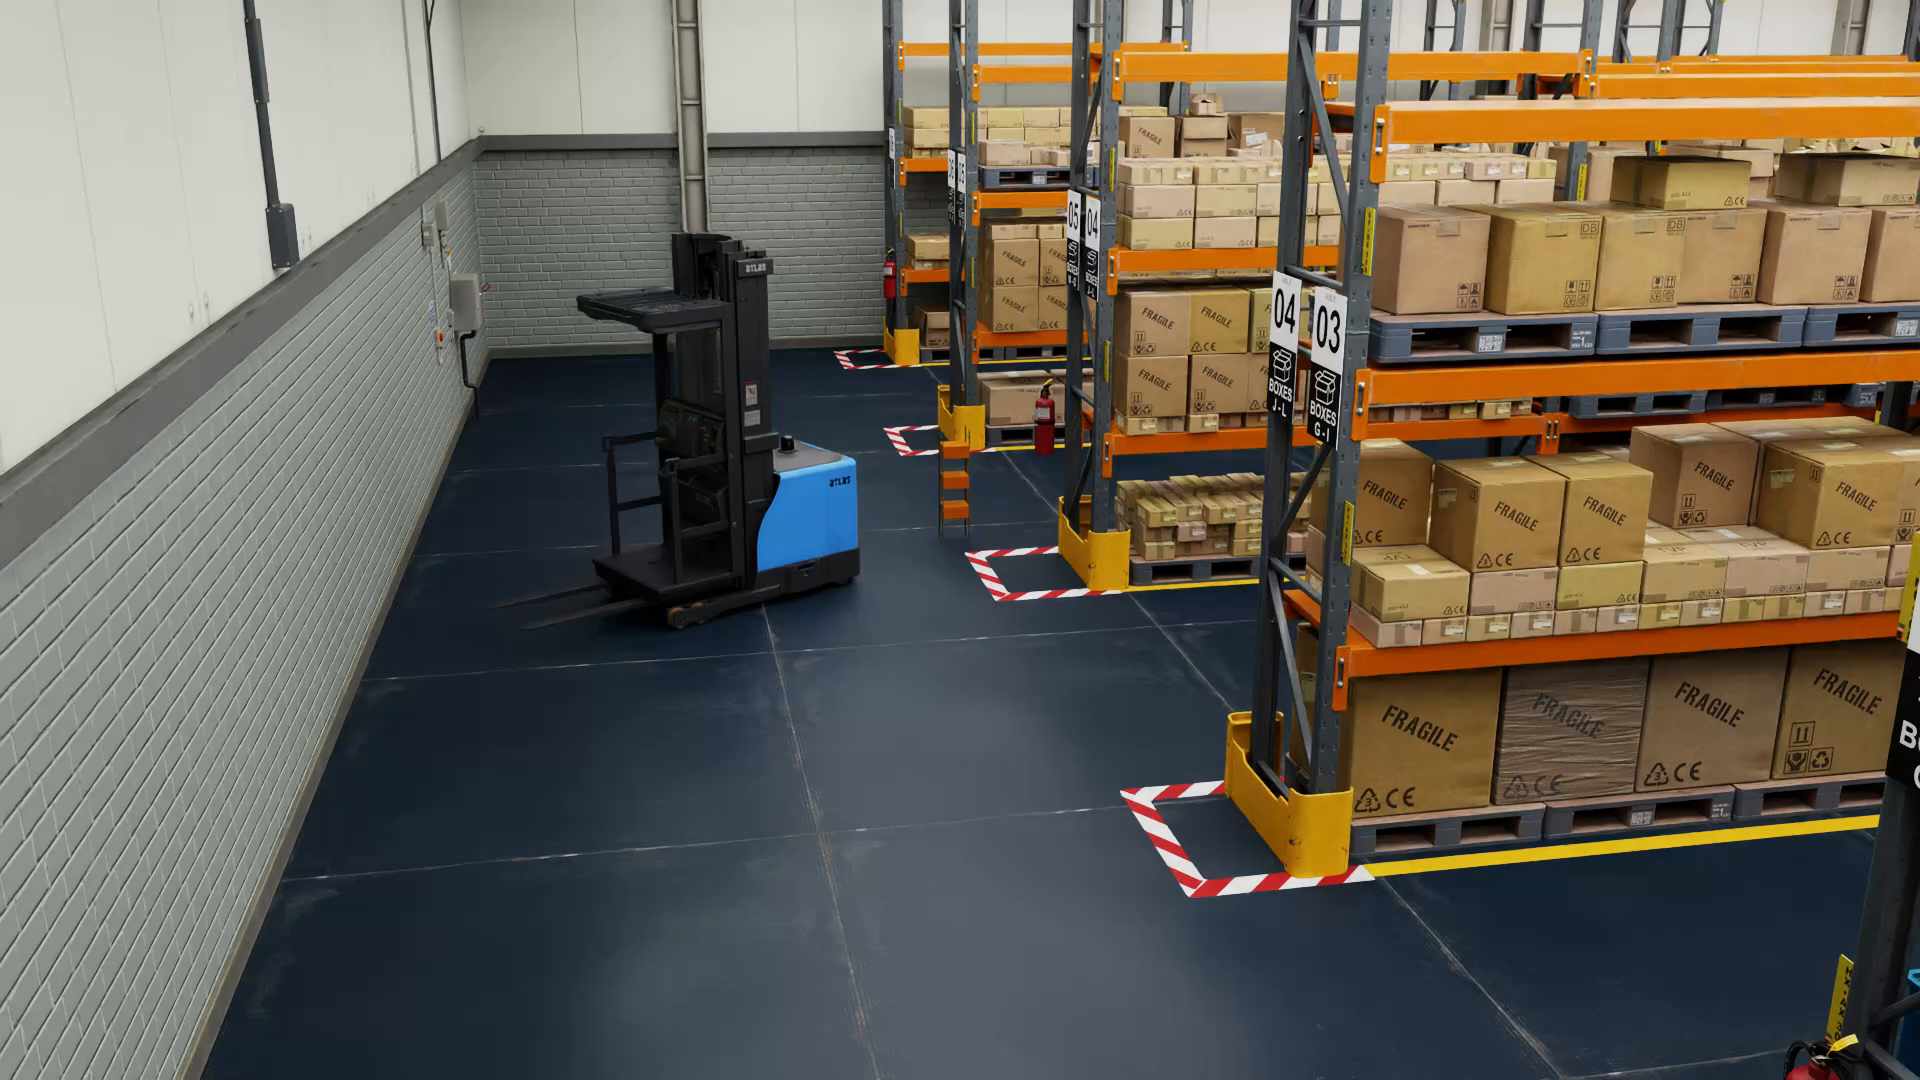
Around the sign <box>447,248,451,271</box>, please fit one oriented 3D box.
[{"bbox_3d":[-5.946,-3.259,19.346,0.001,0.242,0.339,-3,17,-10],"label":"sign"}]

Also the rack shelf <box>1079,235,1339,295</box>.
[{"bbox_3d":[3.036,-2.379,14.004,4.000,0.370,1.077,-3,17,-10],"label":"rack shelf"}]

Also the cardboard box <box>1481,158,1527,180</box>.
[{"bbox_3d":[4.486,-3.079,13.780,0.250,0.149,0.380,-3,17,-9],"label":"cardboard box"}]

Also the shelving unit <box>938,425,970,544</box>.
[{"bbox_3d":[-0.053,-0.499,15.086,0.252,1.050,0.215,-3,17,-10],"label":"shelving unit"}]

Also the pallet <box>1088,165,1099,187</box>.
[{"bbox_3d":[1.961,-4.104,18.545,1.213,0.211,1.003,-3,17,-10],"label":"pallet"}]

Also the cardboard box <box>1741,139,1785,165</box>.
[{"bbox_3d":[9.381,-4.621,19.902,0.637,0.503,0.797,-3,17,-10],"label":"cardboard box"}]

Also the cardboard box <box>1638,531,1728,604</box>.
[{"bbox_3d":[3.951,0.150,9.402,0.500,0.250,0.500,-4,17,-12],"label":"cardboard box"}]

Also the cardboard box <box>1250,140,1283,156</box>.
[{"bbox_3d":[3.395,-4.312,18.416,0.258,0.266,0.396,-3,17,-9],"label":"cardboard box"}]

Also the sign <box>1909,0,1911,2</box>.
[{"bbox_3d":[14.699,-8.471,25.644,0.005,0.325,0.100,-3,17,-10],"label":"sign"}]

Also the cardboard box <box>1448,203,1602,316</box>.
[{"bbox_3d":[2.990,-1.514,8.904,0.500,0.500,0.700,-4,17,-12],"label":"cardboard box"}]

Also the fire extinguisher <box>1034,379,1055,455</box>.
[{"bbox_3d":[0.737,-1.082,14.429,0.183,0.674,0.296,-3,17,-10],"label":"fire extinguisher"}]

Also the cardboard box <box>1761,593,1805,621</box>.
[{"bbox_3d":[4.594,0.324,9.515,0.250,0.149,0.380,-3,17,-9],"label":"cardboard box"}]

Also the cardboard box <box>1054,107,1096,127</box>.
[{"bbox_3d":[1.570,-5.842,22.950,0.500,0.250,0.500,-3,17,-9],"label":"cardboard box"}]

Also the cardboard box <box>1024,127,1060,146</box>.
[{"bbox_3d":[1.080,-5.575,22.932,0.500,0.250,0.500,-4,17,-11],"label":"cardboard box"}]

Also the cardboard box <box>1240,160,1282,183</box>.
[{"bbox_3d":[2.439,-2.983,13.470,0.250,0.149,0.380,-3,17,-9],"label":"cardboard box"}]

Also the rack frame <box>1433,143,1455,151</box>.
[{"bbox_3d":[6.943,-4.475,24.712,0.127,3.000,1.000,-3,17,-10],"label":"rack frame"}]

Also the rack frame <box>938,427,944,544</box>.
[{"bbox_3d":[-0.172,-0.492,15.064,0.008,1.050,0.200,-3,17,-10],"label":"rack frame"}]

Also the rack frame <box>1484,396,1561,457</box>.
[{"bbox_3d":[5.000,-1.401,14.701,0.127,3.000,1.000,-3,17,-10],"label":"rack frame"}]

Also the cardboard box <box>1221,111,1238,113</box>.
[{"bbox_3d":[3.780,-6.045,23.749,0.250,0.149,0.380,-4,17,-12],"label":"cardboard box"}]

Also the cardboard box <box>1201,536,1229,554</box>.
[{"bbox_3d":[2.131,-0.007,14.303,0.250,0.149,0.380,-3,17,-10],"label":"cardboard box"}]

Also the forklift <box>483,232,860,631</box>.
[{"bbox_3d":[-2.300,-0.881,13.125,3.031,2.935,1.130,-14,22,-38],"label":"forklift"}]

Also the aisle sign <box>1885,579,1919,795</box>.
[{"bbox_3d":[2.727,0.362,4.534,0.004,0.787,0.394,-3,17,-10],"label":"aisle sign"}]

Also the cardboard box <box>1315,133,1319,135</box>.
[{"bbox_3d":[4.889,-5.810,23.491,0.250,0.149,0.380,-3,17,-9],"label":"cardboard box"}]

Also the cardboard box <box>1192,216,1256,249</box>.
[{"bbox_3d":[2.079,-2.519,13.490,0.500,0.250,0.500,-3,17,-9],"label":"cardboard box"}]

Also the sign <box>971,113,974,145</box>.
[{"bbox_3d":[0.133,-4.328,17.501,0.005,0.325,0.100,-3,17,-10],"label":"sign"}]

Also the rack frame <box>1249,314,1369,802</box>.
[{"bbox_3d":[1.914,0.258,9.302,0.127,3.000,1.000,-3,17,-10],"label":"rack frame"}]

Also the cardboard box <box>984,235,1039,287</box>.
[{"bbox_3d":[0.559,-3.070,18.262,0.500,0.500,0.500,-4,17,-12],"label":"cardboard box"}]

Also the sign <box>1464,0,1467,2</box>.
[{"bbox_3d":[7.056,-7.672,23.175,0.005,0.325,0.100,-3,17,-10],"label":"sign"}]

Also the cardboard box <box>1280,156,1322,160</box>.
[{"bbox_3d":[2.858,-3.152,14.020,0.250,0.149,0.380,-4,17,-12],"label":"cardboard box"}]

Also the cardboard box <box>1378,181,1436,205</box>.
[{"bbox_3d":[3.571,-2.847,13.705,0.500,0.250,0.500,-3,17,-8],"label":"cardboard box"}]

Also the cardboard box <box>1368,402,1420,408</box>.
[{"bbox_3d":[3.580,-1.426,14.108,0.500,0.500,0.500,-3,17,-11],"label":"cardboard box"}]

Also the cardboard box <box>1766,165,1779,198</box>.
[{"bbox_3d":[7.336,-3.091,14.925,0.500,0.500,0.500,-3,17,-10],"label":"cardboard box"}]

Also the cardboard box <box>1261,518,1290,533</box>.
[{"bbox_3d":[2.653,-0.176,14.349,0.250,0.149,0.380,-4,18,-13],"label":"cardboard box"}]

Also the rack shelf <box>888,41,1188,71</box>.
[{"bbox_3d":[1.052,-6.664,22.850,4.000,0.370,1.077,-3,17,-10],"label":"rack shelf"}]

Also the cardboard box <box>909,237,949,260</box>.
[{"bbox_3d":[-0.415,-4.048,23.069,0.500,0.250,0.500,-3,17,-10],"label":"cardboard box"}]

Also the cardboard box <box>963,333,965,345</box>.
[{"bbox_3d":[0.132,-2.887,23.681,0.250,0.149,0.380,-4,18,-13],"label":"cardboard box"}]

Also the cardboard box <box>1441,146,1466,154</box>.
[{"bbox_3d":[5.789,-4.493,19.345,0.250,0.166,0.380,-2,17,-6],"label":"cardboard box"}]

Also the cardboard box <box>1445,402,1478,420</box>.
[{"bbox_3d":[4.257,-1.154,14.325,0.250,0.149,0.380,-3,17,-8],"label":"cardboard box"}]

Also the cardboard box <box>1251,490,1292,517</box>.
[{"bbox_3d":[2.672,-0.309,14.274,0.250,0.149,0.380,-3,17,-8],"label":"cardboard box"}]

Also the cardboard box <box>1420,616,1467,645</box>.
[{"bbox_3d":[2.577,0.438,9.142,0.250,0.149,0.380,-4,17,-11],"label":"cardboard box"}]

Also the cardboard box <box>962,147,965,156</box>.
[{"bbox_3d":[-0.047,-5.326,22.800,0.250,0.149,0.380,-3,17,-10],"label":"cardboard box"}]

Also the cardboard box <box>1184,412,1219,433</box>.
[{"bbox_3d":[1.969,-1.007,13.847,0.250,0.149,0.380,-4,17,-12],"label":"cardboard box"}]

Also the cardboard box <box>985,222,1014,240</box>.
[{"bbox_3d":[0.435,-3.375,18.151,0.250,0.149,0.380,-3,17,-9],"label":"cardboard box"}]

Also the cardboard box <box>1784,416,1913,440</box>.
[{"bbox_3d":[5.323,-0.441,10.049,0.500,0.500,0.500,-3,17,-10],"label":"cardboard box"}]

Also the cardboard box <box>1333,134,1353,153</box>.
[{"bbox_3d":[5.501,-5.683,23.790,0.500,0.250,0.500,-3,17,-10],"label":"cardboard box"}]

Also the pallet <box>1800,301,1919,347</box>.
[{"bbox_3d":[5.036,-1.314,9.462,1.213,0.211,1.003,-3,17,-10],"label":"pallet"}]

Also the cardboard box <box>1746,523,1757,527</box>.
[{"bbox_3d":[4.841,-0.059,10.081,0.500,0.250,0.500,-3,17,-11],"label":"cardboard box"}]

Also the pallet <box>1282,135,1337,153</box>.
[{"bbox_3d":[4.687,-5.671,23.817,1.003,0.211,1.213,-3,17,-10],"label":"pallet"}]

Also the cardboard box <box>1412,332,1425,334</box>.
[{"bbox_3d":[3.578,-1.910,13.979,0.500,0.500,0.500,-3,17,-9],"label":"cardboard box"}]

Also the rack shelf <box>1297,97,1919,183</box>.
[{"bbox_3d":[3.878,-2.186,8.948,4.000,0.370,1.077,-3,17,-10],"label":"rack shelf"}]

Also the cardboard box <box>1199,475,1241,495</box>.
[{"bbox_3d":[2.298,-0.447,14.725,0.250,0.149,0.380,-4,18,-13],"label":"cardboard box"}]
